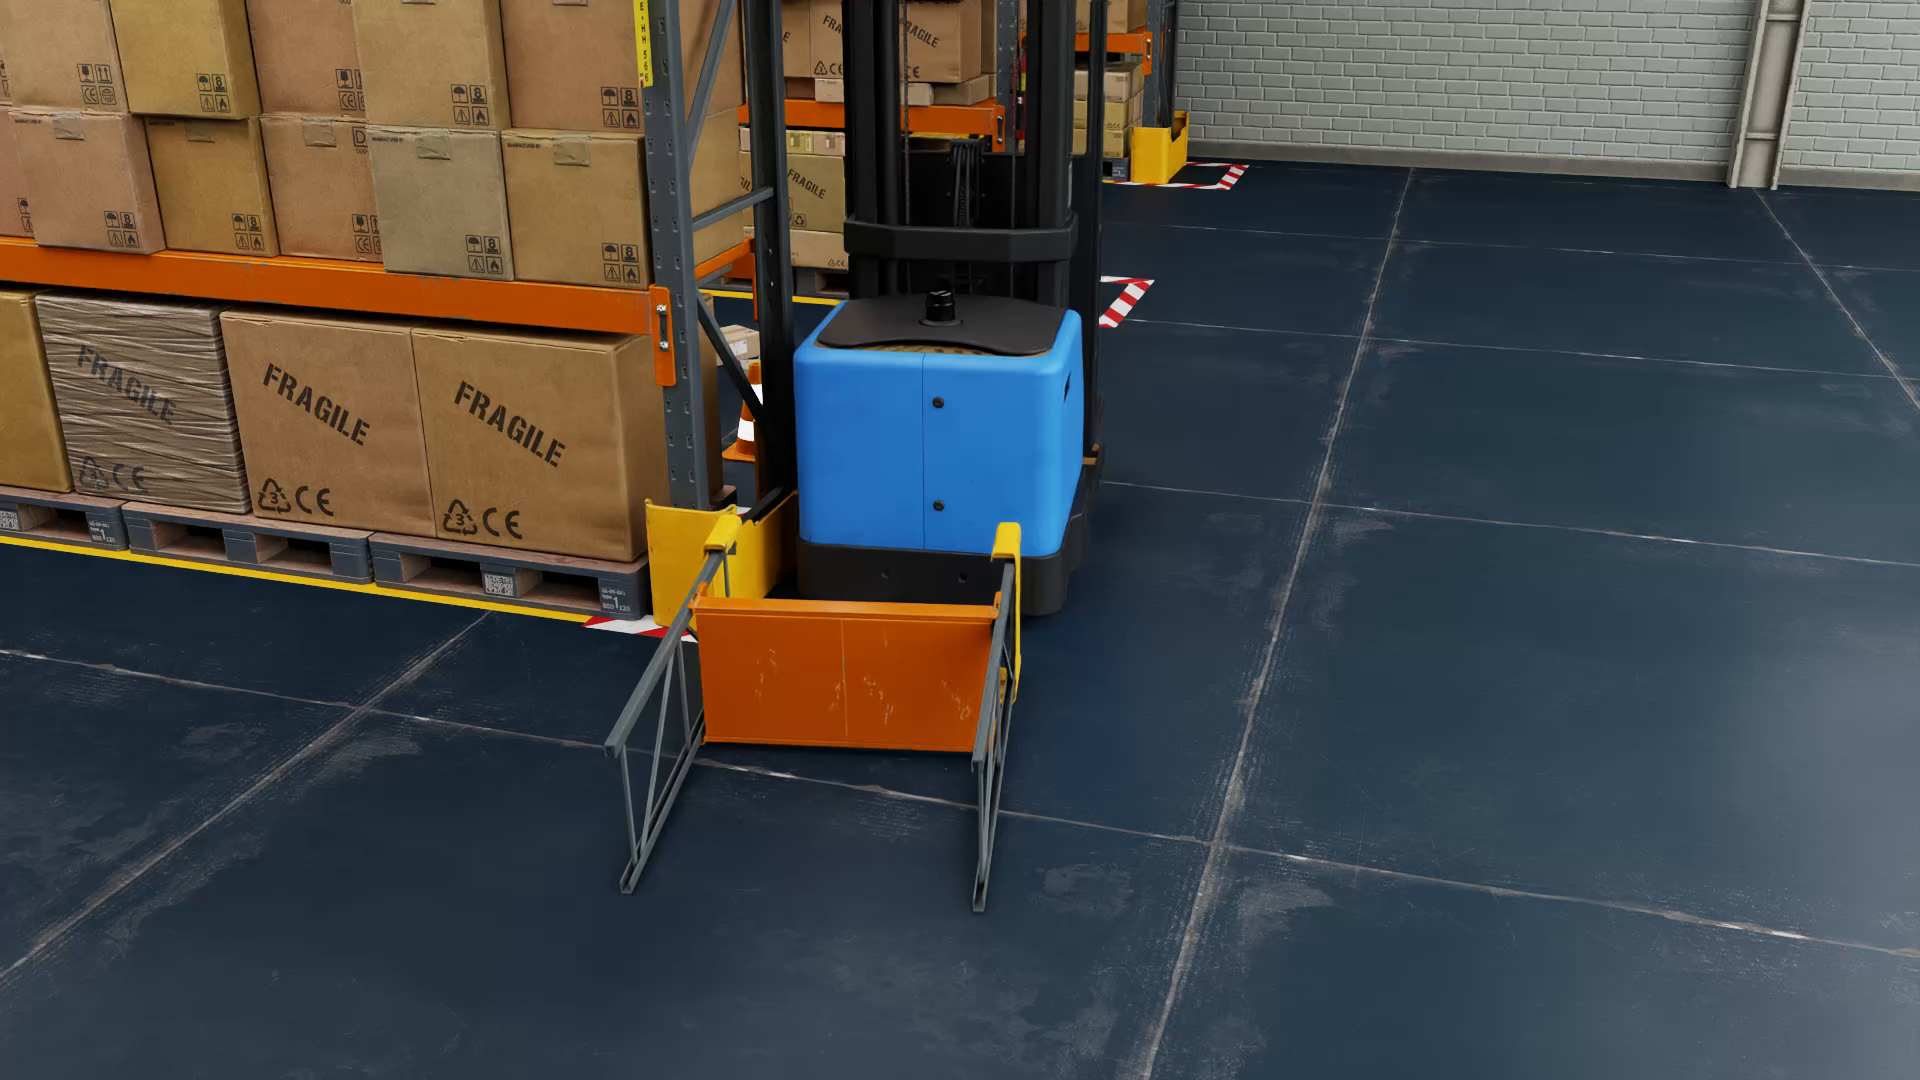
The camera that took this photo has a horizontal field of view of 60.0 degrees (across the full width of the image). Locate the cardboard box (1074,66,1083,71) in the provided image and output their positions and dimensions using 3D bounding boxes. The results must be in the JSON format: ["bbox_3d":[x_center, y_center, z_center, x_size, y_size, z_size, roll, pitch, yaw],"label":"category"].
[{"bbox_3d":[0.839,-4.243,15.413,0.500,0.250,0.500,7,23,16],"label":"cardboard box"}]

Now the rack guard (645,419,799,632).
[{"bbox_3d":[-0.880,-0.095,6.842,0.348,0.500,1.175,7,23,16],"label":"rack guard"}]

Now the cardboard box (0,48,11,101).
[{"bbox_3d":[-3.829,-2.190,7.037,0.550,0.550,0.875,7,23,16],"label":"cardboard box"}]

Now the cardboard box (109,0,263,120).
[{"bbox_3d":[-2.842,-2.026,6.636,0.500,0.550,0.875,7,23,16],"label":"cardboard box"}]

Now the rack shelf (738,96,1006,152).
[{"bbox_3d":[-1.484,-2.950,11.456,4.000,0.370,1.077,7,23,16],"label":"rack shelf"}]

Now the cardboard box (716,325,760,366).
[{"bbox_3d":[-1.407,-1.154,9.887,0.380,0.149,0.250,-20,29,-39],"label":"cardboard box"}]

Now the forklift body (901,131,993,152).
[{"bbox_3d":[-0.482,-4.020,14.235,1.214,2.155,2.313,7,23,16],"label":"forklift body"}]

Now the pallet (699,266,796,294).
[{"bbox_3d":[-1.574,-2.018,11.911,1.213,0.211,1.003,7,23,16],"label":"pallet"}]

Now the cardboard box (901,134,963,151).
[{"bbox_3d":[-0.285,-2.524,11.552,0.500,0.500,0.500,6,23,14],"label":"cardboard box"}]

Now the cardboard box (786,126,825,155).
[{"bbox_3d":[-1.022,-2.670,11.054,0.250,0.149,0.380,7,23,16],"label":"cardboard box"}]

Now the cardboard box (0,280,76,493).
[{"bbox_3d":[-4.150,-0.809,7.536,0.875,0.875,0.875,7,23,16],"label":"cardboard box"}]

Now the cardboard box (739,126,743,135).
[{"bbox_3d":[-1.779,-2.693,11.964,0.500,0.500,0.500,8,24,18],"label":"cardboard box"}]

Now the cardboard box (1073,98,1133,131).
[{"bbox_3d":[1.304,-3.960,15.383,0.500,0.250,0.500,6,23,15],"label":"cardboard box"}]

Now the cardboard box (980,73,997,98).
[{"bbox_3d":[0.165,-3.060,11.107,0.250,0.149,0.380,7,23,16],"label":"cardboard box"}]

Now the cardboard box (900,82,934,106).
[{"bbox_3d":[-0.264,-2.898,10.713,0.250,0.149,0.380,6,23,15],"label":"cardboard box"}]

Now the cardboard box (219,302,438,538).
[{"bbox_3d":[-2.414,-0.611,7.054,0.875,0.875,0.875,6,23,15],"label":"cardboard box"}]

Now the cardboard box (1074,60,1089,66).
[{"bbox_3d":[0.976,-4.427,15.862,0.500,0.250,0.500,7,23,16],"label":"cardboard box"}]

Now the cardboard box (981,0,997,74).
[{"bbox_3d":[0.057,-3.400,11.082,0.500,0.500,0.500,6,23,15],"label":"cardboard box"}]

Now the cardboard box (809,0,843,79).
[{"bbox_3d":[-0.647,-3.263,10.749,0.500,0.500,0.500,7,23,16],"label":"cardboard box"}]

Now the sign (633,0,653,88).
[{"bbox_3d":[-1.073,-1.703,5.632,0.005,0.325,0.100,7,23,16],"label":"sign"}]

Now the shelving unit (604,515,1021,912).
[{"bbox_3d":[-0.393,0.499,5.312,1.083,0.587,1.500,2,24,5],"label":"shelving unit"}]

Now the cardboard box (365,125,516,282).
[{"bbox_3d":[-1.804,-1.400,6.532,0.550,0.550,0.875,7,23,16],"label":"cardboard box"}]

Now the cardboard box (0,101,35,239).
[{"bbox_3d":[-3.842,-1.673,7.200,0.550,0.550,0.875,7,23,16],"label":"cardboard box"}]

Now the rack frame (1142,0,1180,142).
[{"bbox_3d":[1.861,-4.867,15.183,0.127,3.000,1.000,7,23,16],"label":"rack frame"}]

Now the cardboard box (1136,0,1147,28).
[{"bbox_3d":[1.467,-5.069,15.542,0.500,0.500,0.500,7,23,17],"label":"cardboard box"}]

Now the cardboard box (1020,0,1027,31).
[{"bbox_3d":[0.820,-4.932,15.210,0.500,0.500,0.500,7,23,17],"label":"cardboard box"}]

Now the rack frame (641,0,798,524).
[{"bbox_3d":[-0.903,-1.254,6.374,0.127,3.000,1.000,7,23,16],"label":"rack frame"}]

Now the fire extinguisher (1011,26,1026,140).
[{"bbox_3d":[0.407,-2.848,10.361,0.183,0.674,0.296,7,23,16],"label":"fire extinguisher"}]

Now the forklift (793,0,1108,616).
[{"bbox_3d":[0.096,-1.592,7.288,1.130,2.935,3.031,3,23,8],"label":"forklift"}]

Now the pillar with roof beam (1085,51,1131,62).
[{"bbox_3d":[0.211,-6.482,11.216,0.400,9.000,9.100,7,23,16],"label":"pillar with roof beam"}]

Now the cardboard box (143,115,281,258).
[{"bbox_3d":[-2.823,-1.550,6.898,0.500,0.550,0.875,7,23,16],"label":"cardboard box"}]

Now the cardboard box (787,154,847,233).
[{"bbox_3d":[-0.912,-2.381,11.205,0.500,0.500,0.500,7,23,17],"label":"cardboard box"}]

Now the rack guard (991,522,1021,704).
[{"bbox_3d":[0.163,0.257,5.833,0.087,0.587,0.250,2,24,5],"label":"rack guard"}]

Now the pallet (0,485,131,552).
[{"bbox_3d":[-4.027,-0.290,7.700,1.213,0.211,1.003,7,23,15],"label":"pallet"}]

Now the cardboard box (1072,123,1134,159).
[{"bbox_3d":[1.320,-3.726,15.471,0.500,0.250,0.500,7,23,16],"label":"cardboard box"}]

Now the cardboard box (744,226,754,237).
[{"bbox_3d":[-1.417,-2.091,11.486,0.500,0.250,0.500,6,23,14],"label":"cardboard box"}]

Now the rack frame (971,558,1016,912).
[{"bbox_3d":[0.122,0.514,5.264,0.032,0.500,1.500,2,24,5],"label":"rack frame"}]

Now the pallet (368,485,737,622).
[{"bbox_3d":[-1.691,-0.023,7.048,1.213,0.211,1.003,7,23,15],"label":"pallet"}]

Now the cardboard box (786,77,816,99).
[{"bbox_3d":[-0.963,-3.030,11.036,0.250,0.149,0.380,7,23,16],"label":"cardboard box"}]

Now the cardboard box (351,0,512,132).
[{"bbox_3d":[-1.800,-1.904,6.339,0.550,0.550,0.875,7,23,16],"label":"cardboard box"}]
